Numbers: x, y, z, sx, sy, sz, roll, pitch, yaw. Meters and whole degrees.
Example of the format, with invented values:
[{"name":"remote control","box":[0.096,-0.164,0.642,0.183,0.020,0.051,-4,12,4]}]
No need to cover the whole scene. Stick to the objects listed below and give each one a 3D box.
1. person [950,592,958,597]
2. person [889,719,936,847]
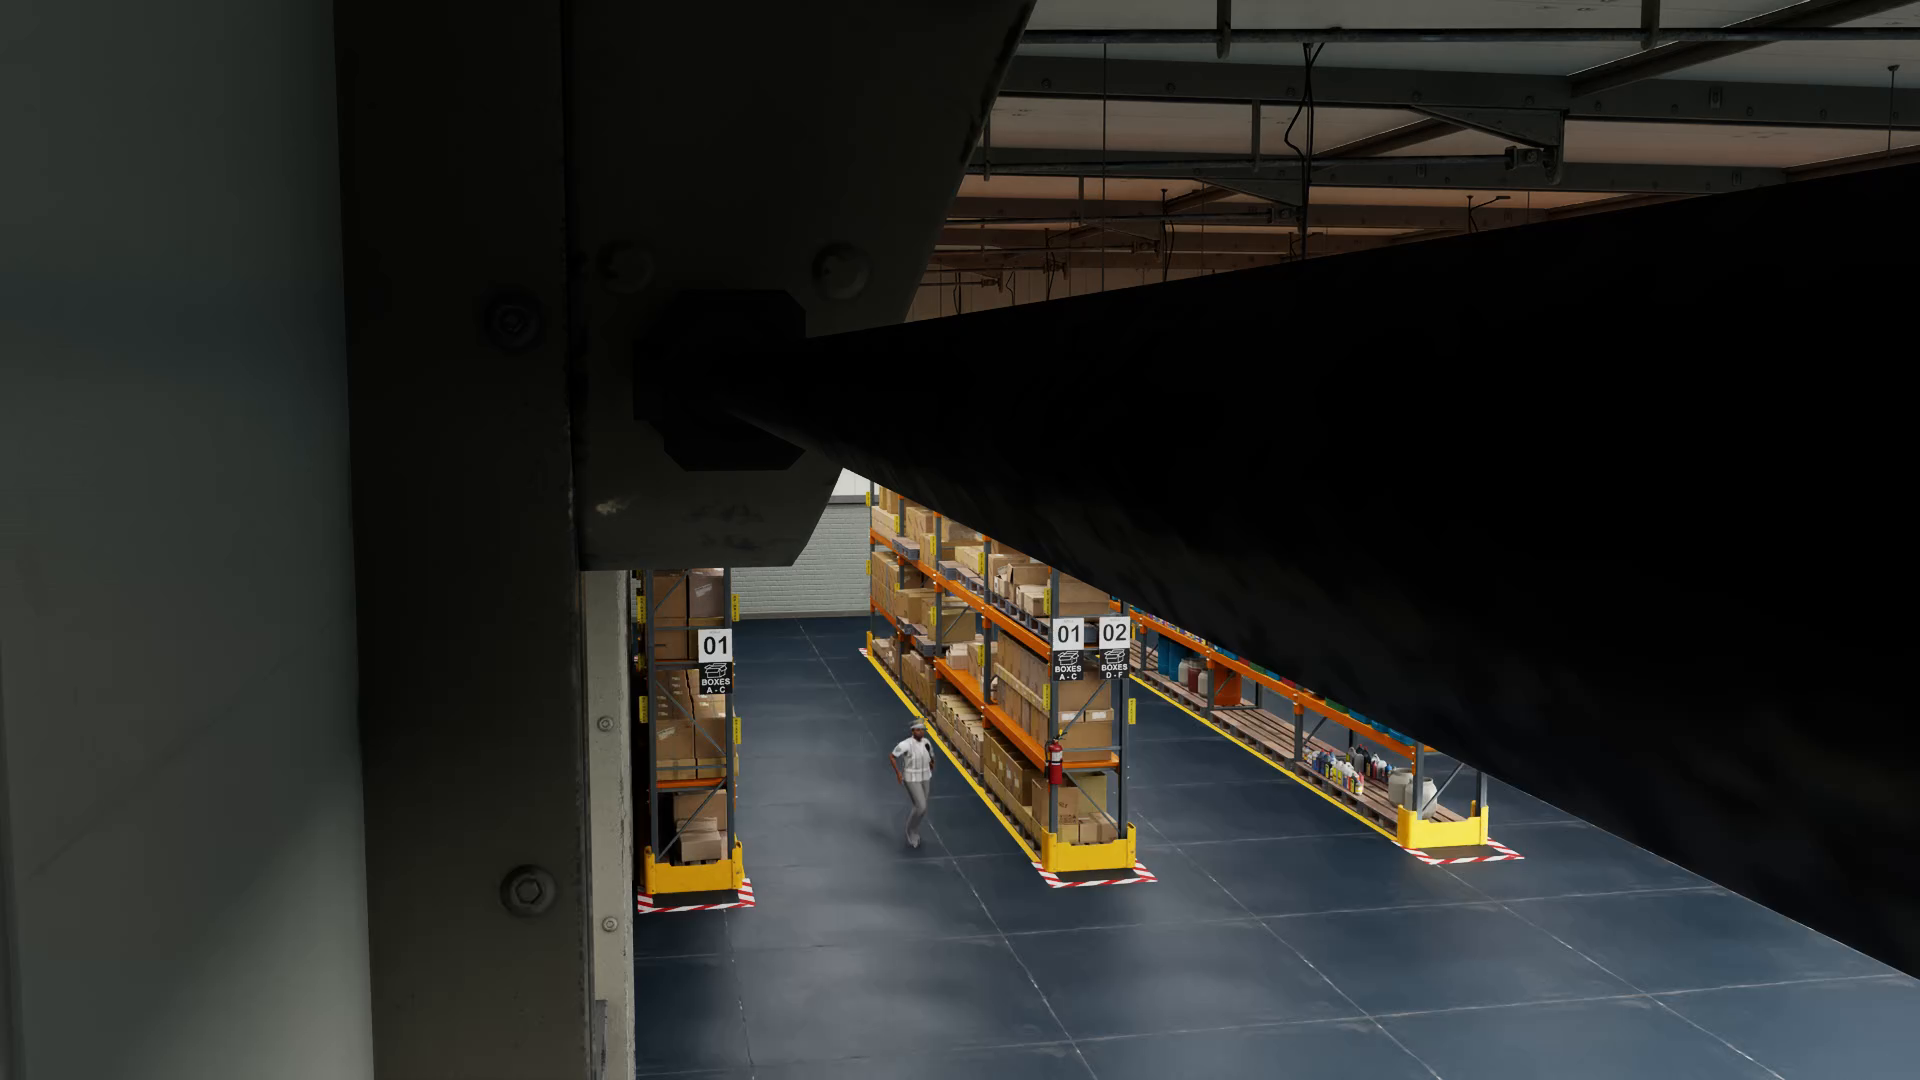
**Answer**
[{"name":"person","box":[-0.163,1.628,37.285,0.599,1.655,0.975,-4,7,-36]},{"name":"person","box":[-0.559,3.201,21.980,0.549,1.711,0.681,-5,8,-39]}]
